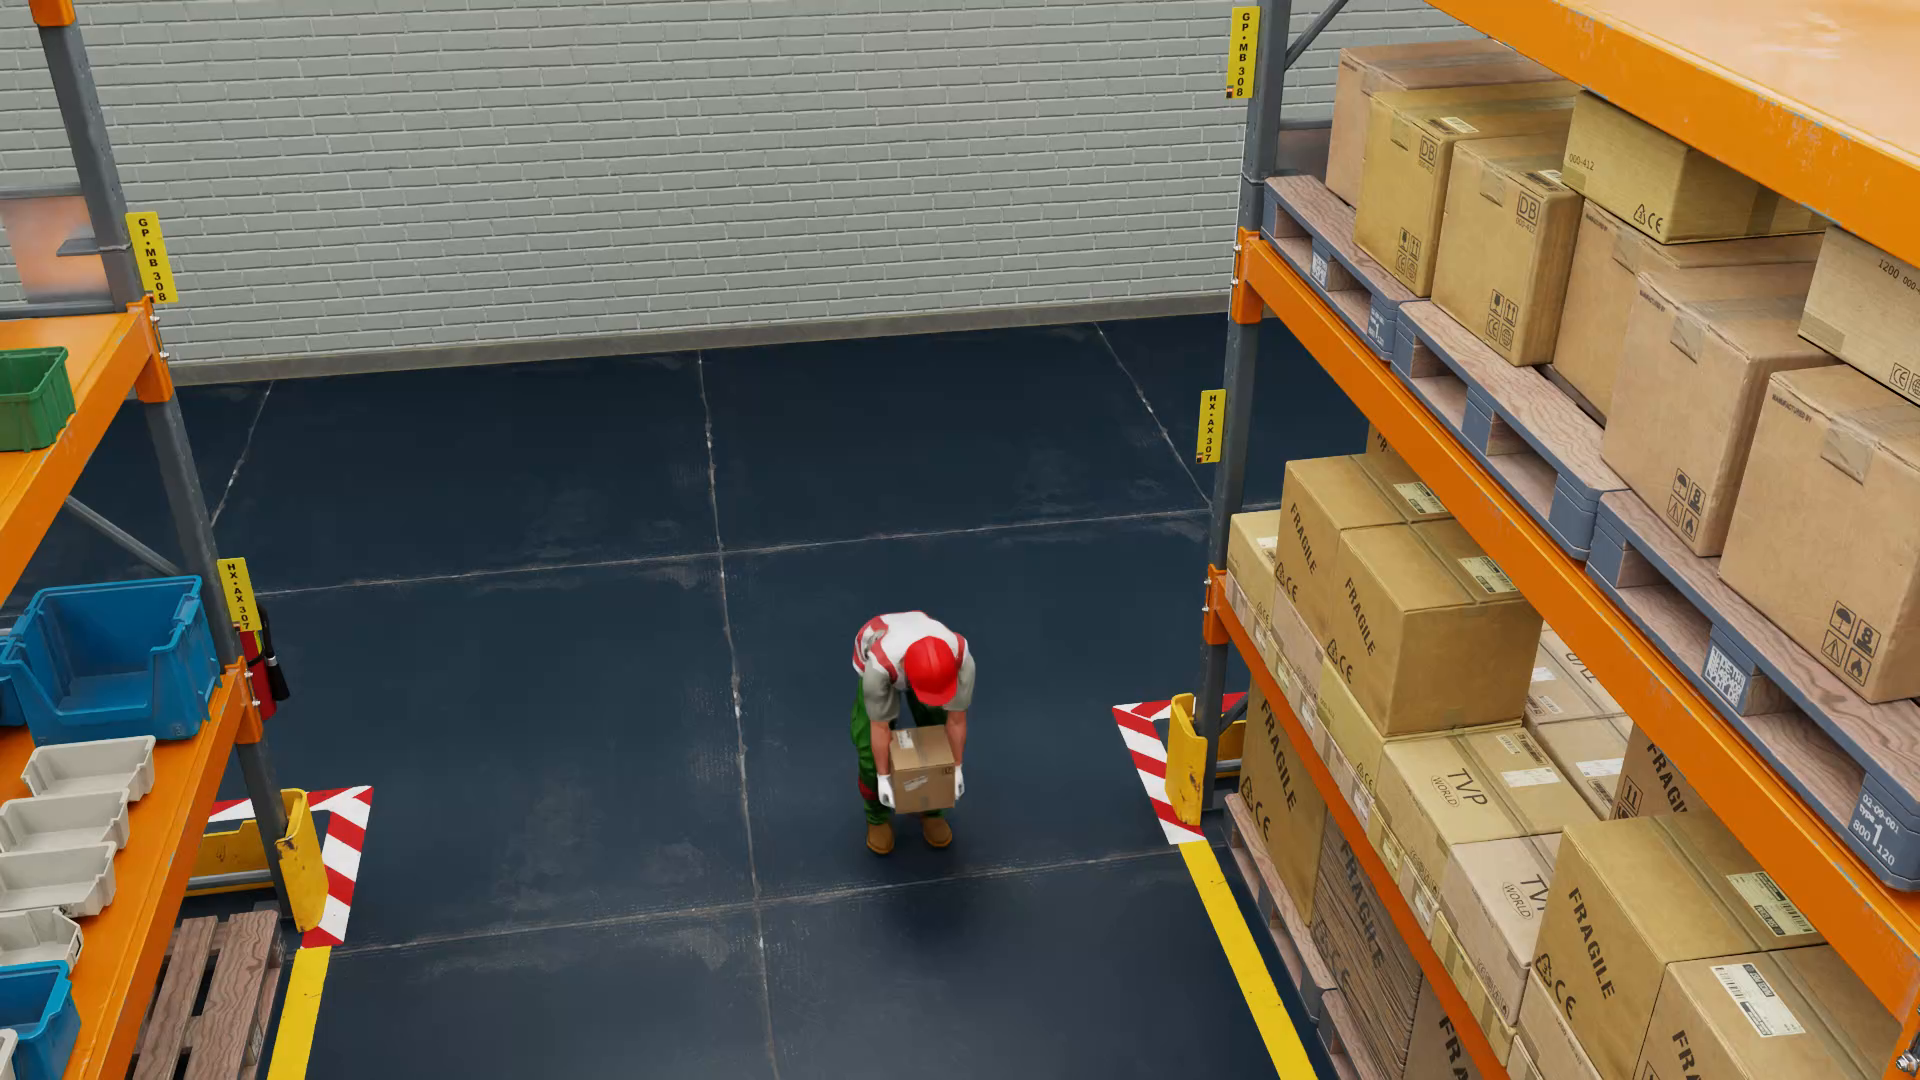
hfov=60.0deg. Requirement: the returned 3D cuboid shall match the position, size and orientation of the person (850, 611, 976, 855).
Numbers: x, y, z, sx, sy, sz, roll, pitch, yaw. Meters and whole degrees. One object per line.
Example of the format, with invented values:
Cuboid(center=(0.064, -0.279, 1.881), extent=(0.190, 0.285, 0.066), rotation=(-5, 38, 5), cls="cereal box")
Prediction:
Cuboid(center=(-0.198, 0.831, 7.089), extent=(0.496, 1.390, 0.888), rotation=(-6, 31, -10), cls="person")
